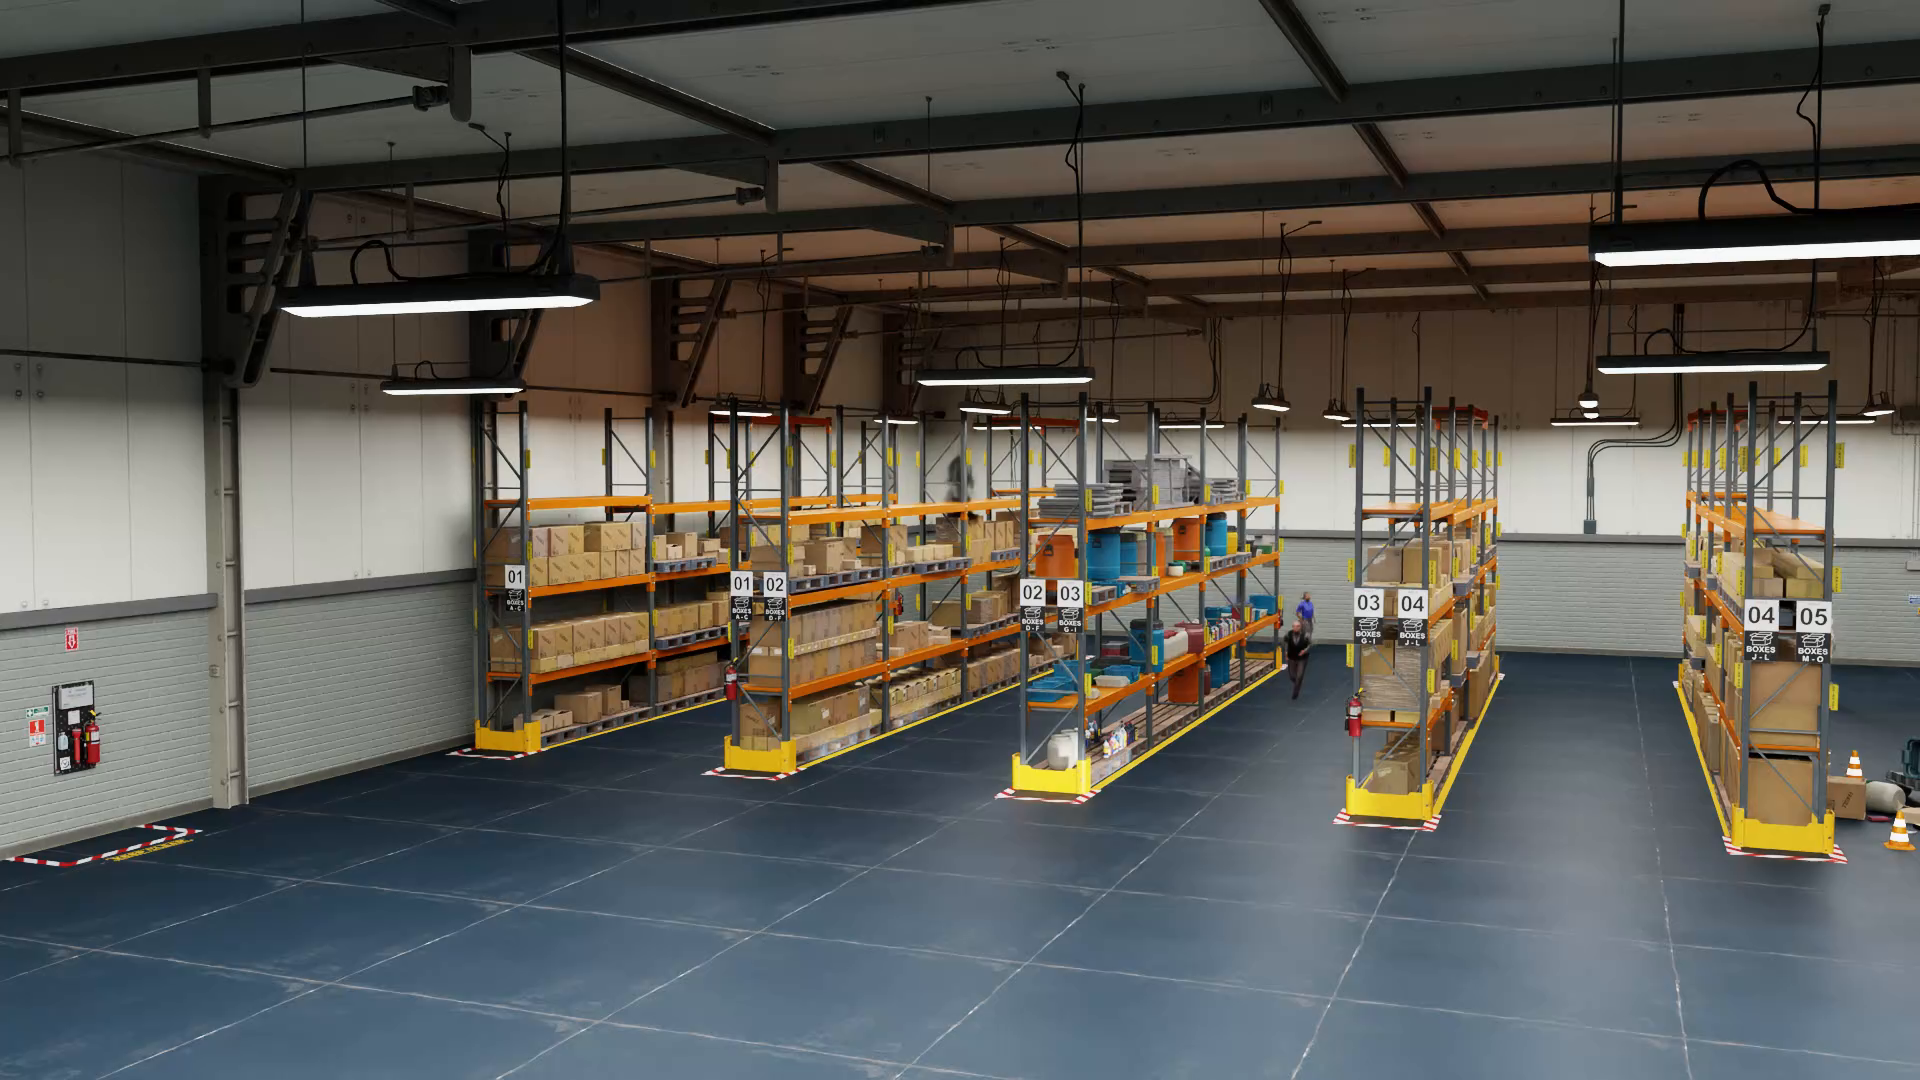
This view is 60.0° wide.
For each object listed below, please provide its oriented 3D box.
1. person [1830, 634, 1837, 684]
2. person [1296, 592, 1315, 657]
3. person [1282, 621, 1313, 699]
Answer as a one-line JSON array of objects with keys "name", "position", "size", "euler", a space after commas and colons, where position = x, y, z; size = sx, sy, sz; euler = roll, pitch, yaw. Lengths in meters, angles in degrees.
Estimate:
[{"name": "person", "position": [17.868, 2.464, 34.584], "size": [0.678, 1.738, 0.582], "euler": [0, 3, -1]}, {"name": "person", "position": [8.758, 2.139, 42.431], "size": [0.583, 1.655, 0.662], "euler": [-2, 3, -37]}, {"name": "person", "position": [7.065, 2.504, 34.806], "size": [0.652, 1.658, 0.746], "euler": [1, 3, 15]}]
